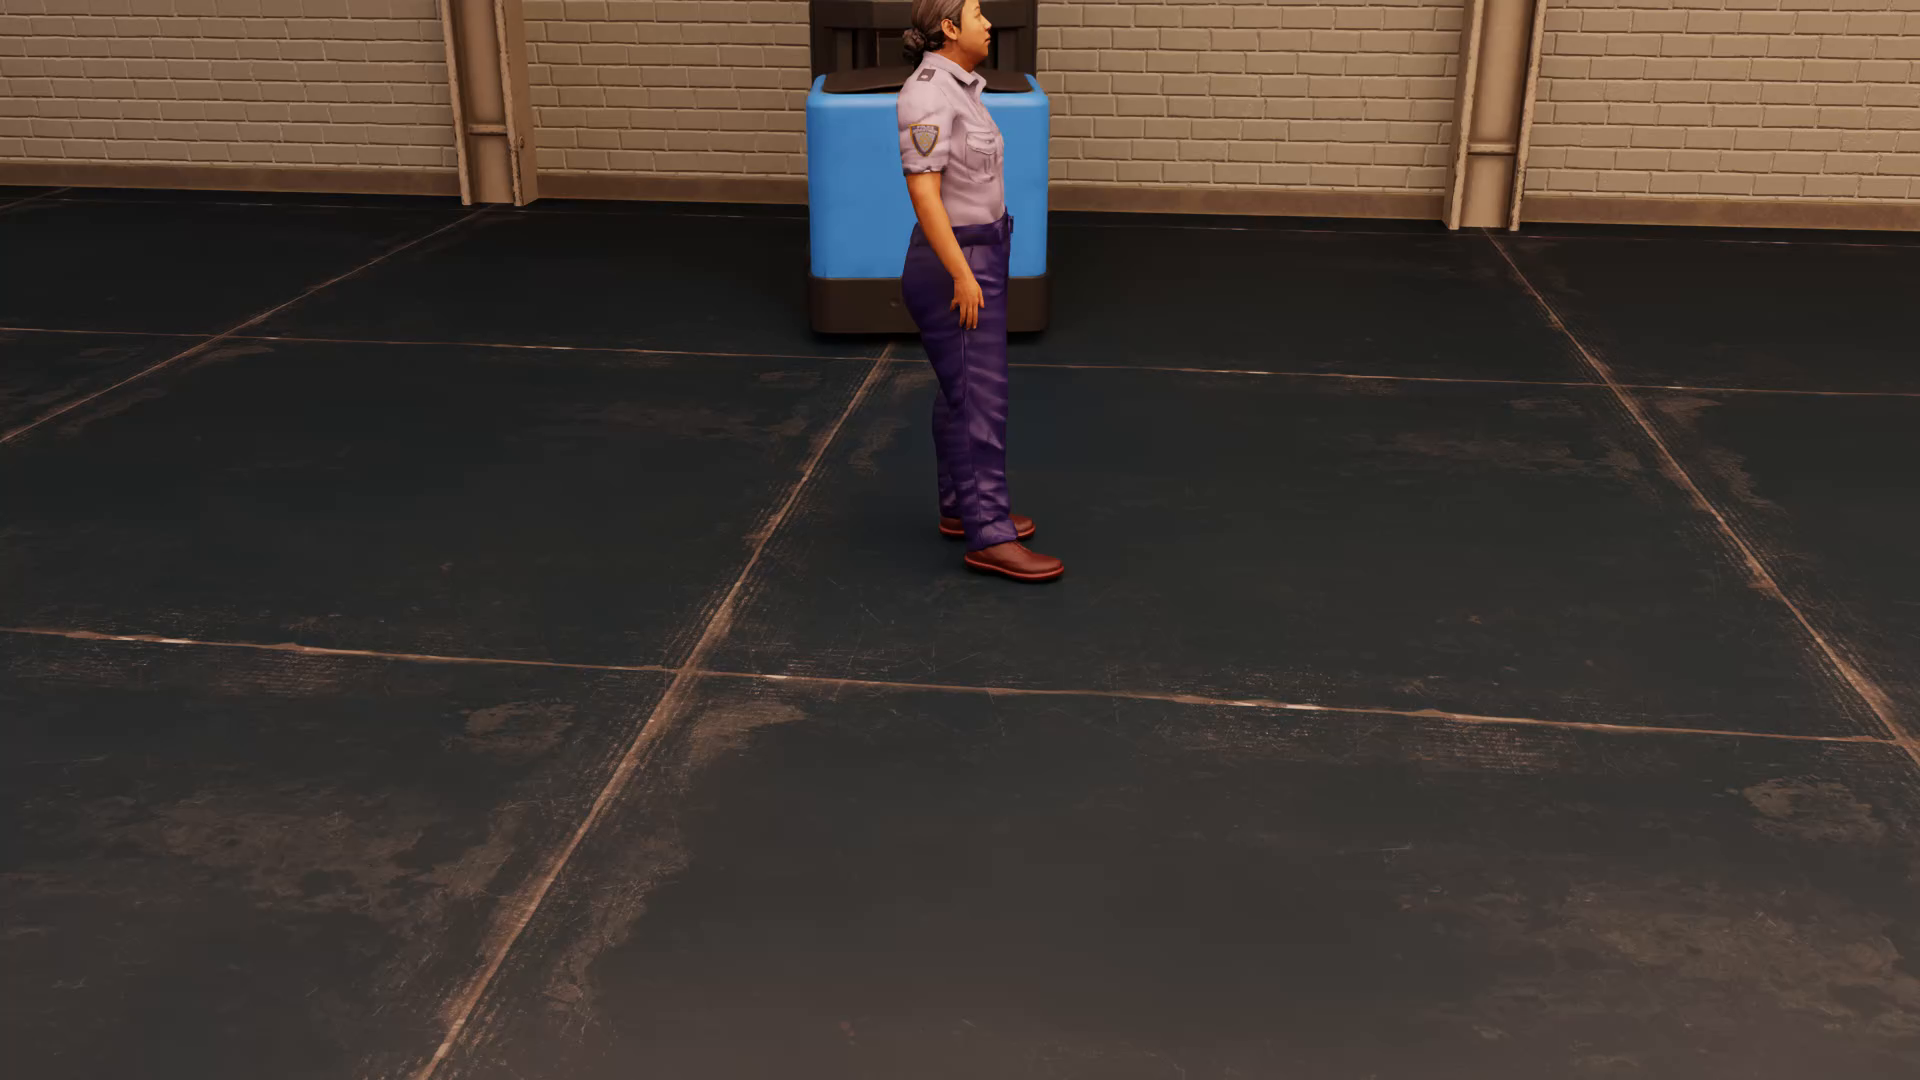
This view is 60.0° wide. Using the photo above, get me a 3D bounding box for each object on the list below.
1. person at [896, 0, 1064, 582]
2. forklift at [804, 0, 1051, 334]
[{"bbox_3d":[0.086,-0.759,4.835,0.503,1.651,0.598,3,22,7],"label":"person"},{"bbox_3d":[-0.183,-2.757,8.100,1.130,2.935,3.031,-1,22,-2],"label":"forklift"}]
